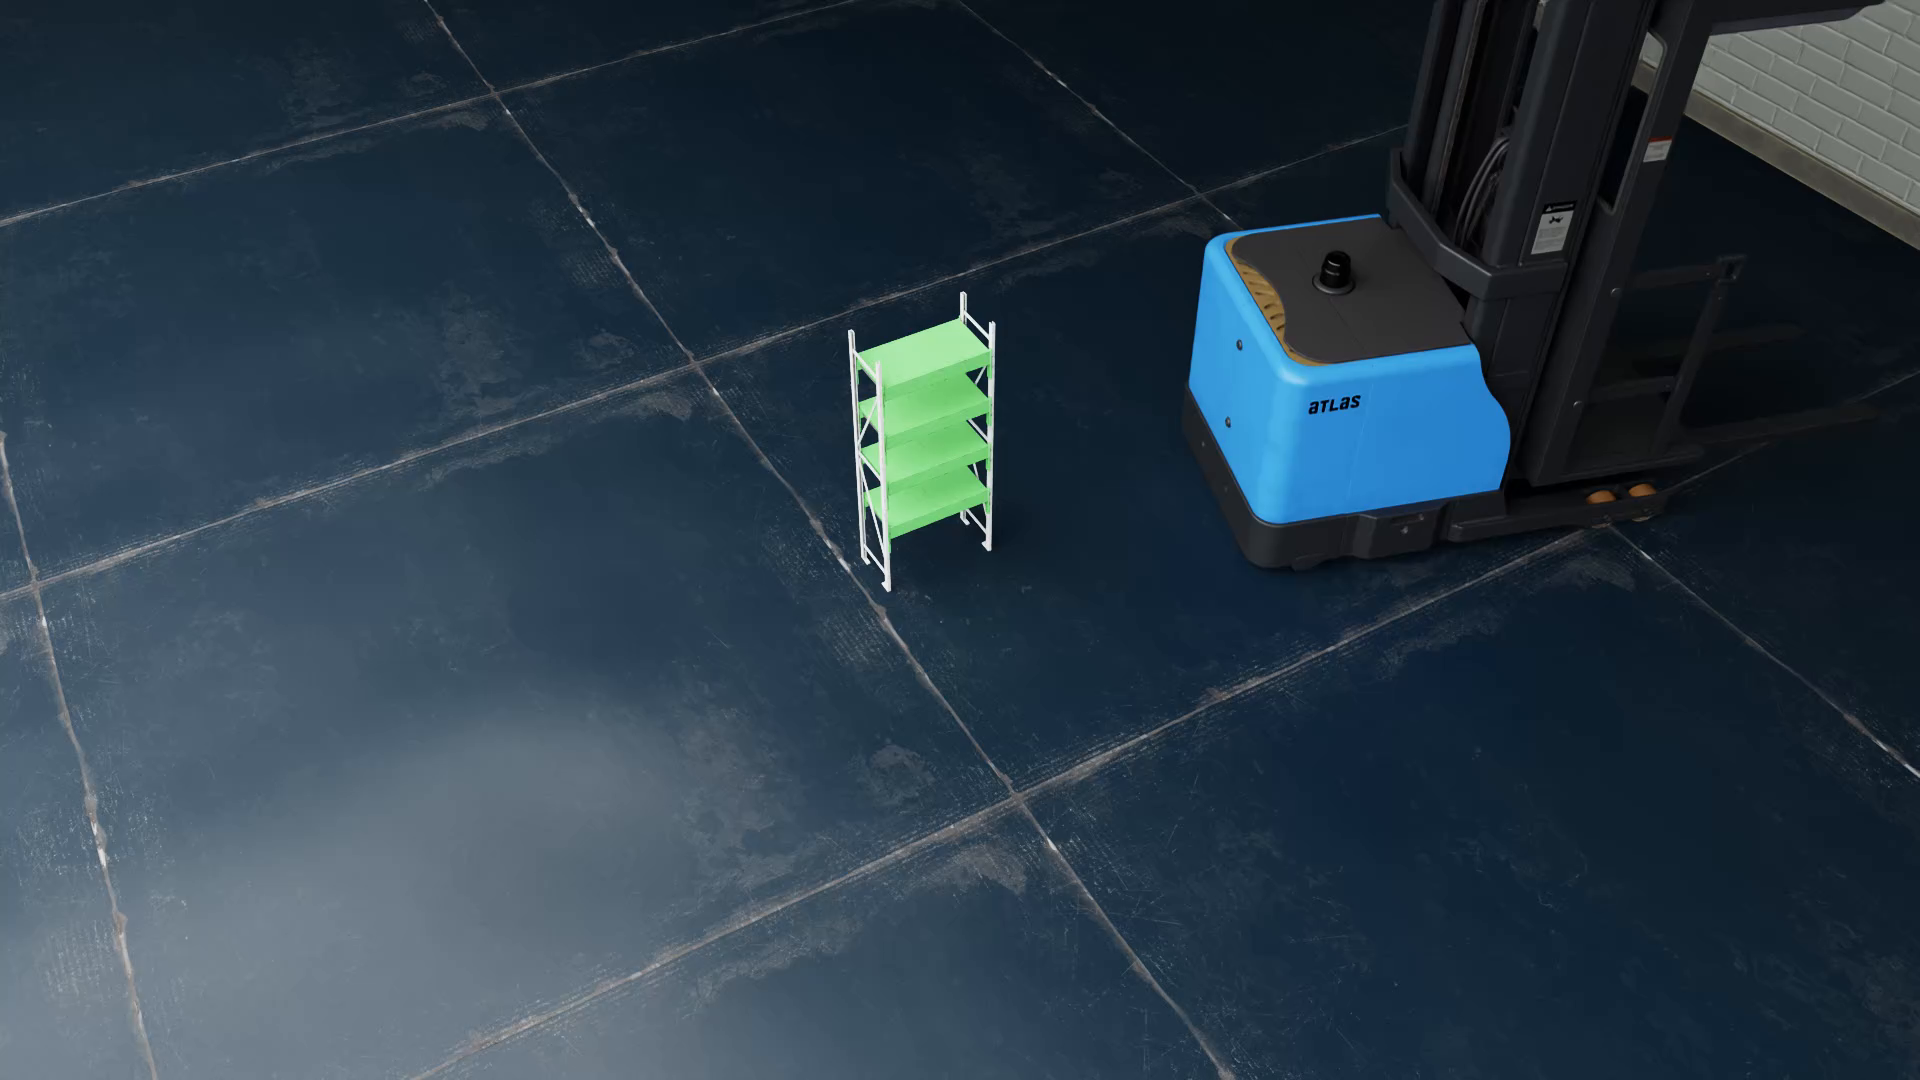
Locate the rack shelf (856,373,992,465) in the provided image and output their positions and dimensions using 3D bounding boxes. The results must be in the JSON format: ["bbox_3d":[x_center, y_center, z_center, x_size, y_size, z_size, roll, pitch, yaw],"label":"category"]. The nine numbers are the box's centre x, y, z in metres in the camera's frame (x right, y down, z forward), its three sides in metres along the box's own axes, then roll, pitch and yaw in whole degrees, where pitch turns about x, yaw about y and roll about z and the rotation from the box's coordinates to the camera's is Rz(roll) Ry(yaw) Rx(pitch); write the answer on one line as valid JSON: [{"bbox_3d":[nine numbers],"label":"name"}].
[{"bbox_3d":[-0.144,-0.500,6.580,0.480,0.148,0.258,-22,48,-21],"label":"rack shelf"}]

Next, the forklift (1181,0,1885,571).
[{"bbox_3d":[2.583,-1.456,6.575,3.031,2.935,1.130,-9,45,-9],"label":"forklift"}]

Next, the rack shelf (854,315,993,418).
[{"bbox_3d":[-0.144,-0.672,6.413,0.480,0.148,0.258,-22,48,-21],"label":"rack shelf"}]

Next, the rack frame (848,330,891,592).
[{"bbox_3d":[-0.355,-0.288,6.615,0.015,1.200,0.240,-22,48,-21],"label":"rack frame"}]

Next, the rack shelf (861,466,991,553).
[{"bbox_3d":[-0.144,-0.155,6.914,0.480,0.148,0.258,-22,48,-21],"label":"rack shelf"}]

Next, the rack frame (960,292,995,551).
[{"bbox_3d":[0.068,-0.458,6.790,0.015,1.200,0.240,-22,48,-21],"label":"rack frame"}]

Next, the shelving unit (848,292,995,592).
[{"bbox_3d":[-0.144,-0.373,6.702,0.503,1.200,0.258,-22,48,-21],"label":"shelving unit"}]

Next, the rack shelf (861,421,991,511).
[{"bbox_3d":[-0.144,-0.327,6.747,0.480,0.148,0.258,-22,48,-21],"label":"rack shelf"}]
